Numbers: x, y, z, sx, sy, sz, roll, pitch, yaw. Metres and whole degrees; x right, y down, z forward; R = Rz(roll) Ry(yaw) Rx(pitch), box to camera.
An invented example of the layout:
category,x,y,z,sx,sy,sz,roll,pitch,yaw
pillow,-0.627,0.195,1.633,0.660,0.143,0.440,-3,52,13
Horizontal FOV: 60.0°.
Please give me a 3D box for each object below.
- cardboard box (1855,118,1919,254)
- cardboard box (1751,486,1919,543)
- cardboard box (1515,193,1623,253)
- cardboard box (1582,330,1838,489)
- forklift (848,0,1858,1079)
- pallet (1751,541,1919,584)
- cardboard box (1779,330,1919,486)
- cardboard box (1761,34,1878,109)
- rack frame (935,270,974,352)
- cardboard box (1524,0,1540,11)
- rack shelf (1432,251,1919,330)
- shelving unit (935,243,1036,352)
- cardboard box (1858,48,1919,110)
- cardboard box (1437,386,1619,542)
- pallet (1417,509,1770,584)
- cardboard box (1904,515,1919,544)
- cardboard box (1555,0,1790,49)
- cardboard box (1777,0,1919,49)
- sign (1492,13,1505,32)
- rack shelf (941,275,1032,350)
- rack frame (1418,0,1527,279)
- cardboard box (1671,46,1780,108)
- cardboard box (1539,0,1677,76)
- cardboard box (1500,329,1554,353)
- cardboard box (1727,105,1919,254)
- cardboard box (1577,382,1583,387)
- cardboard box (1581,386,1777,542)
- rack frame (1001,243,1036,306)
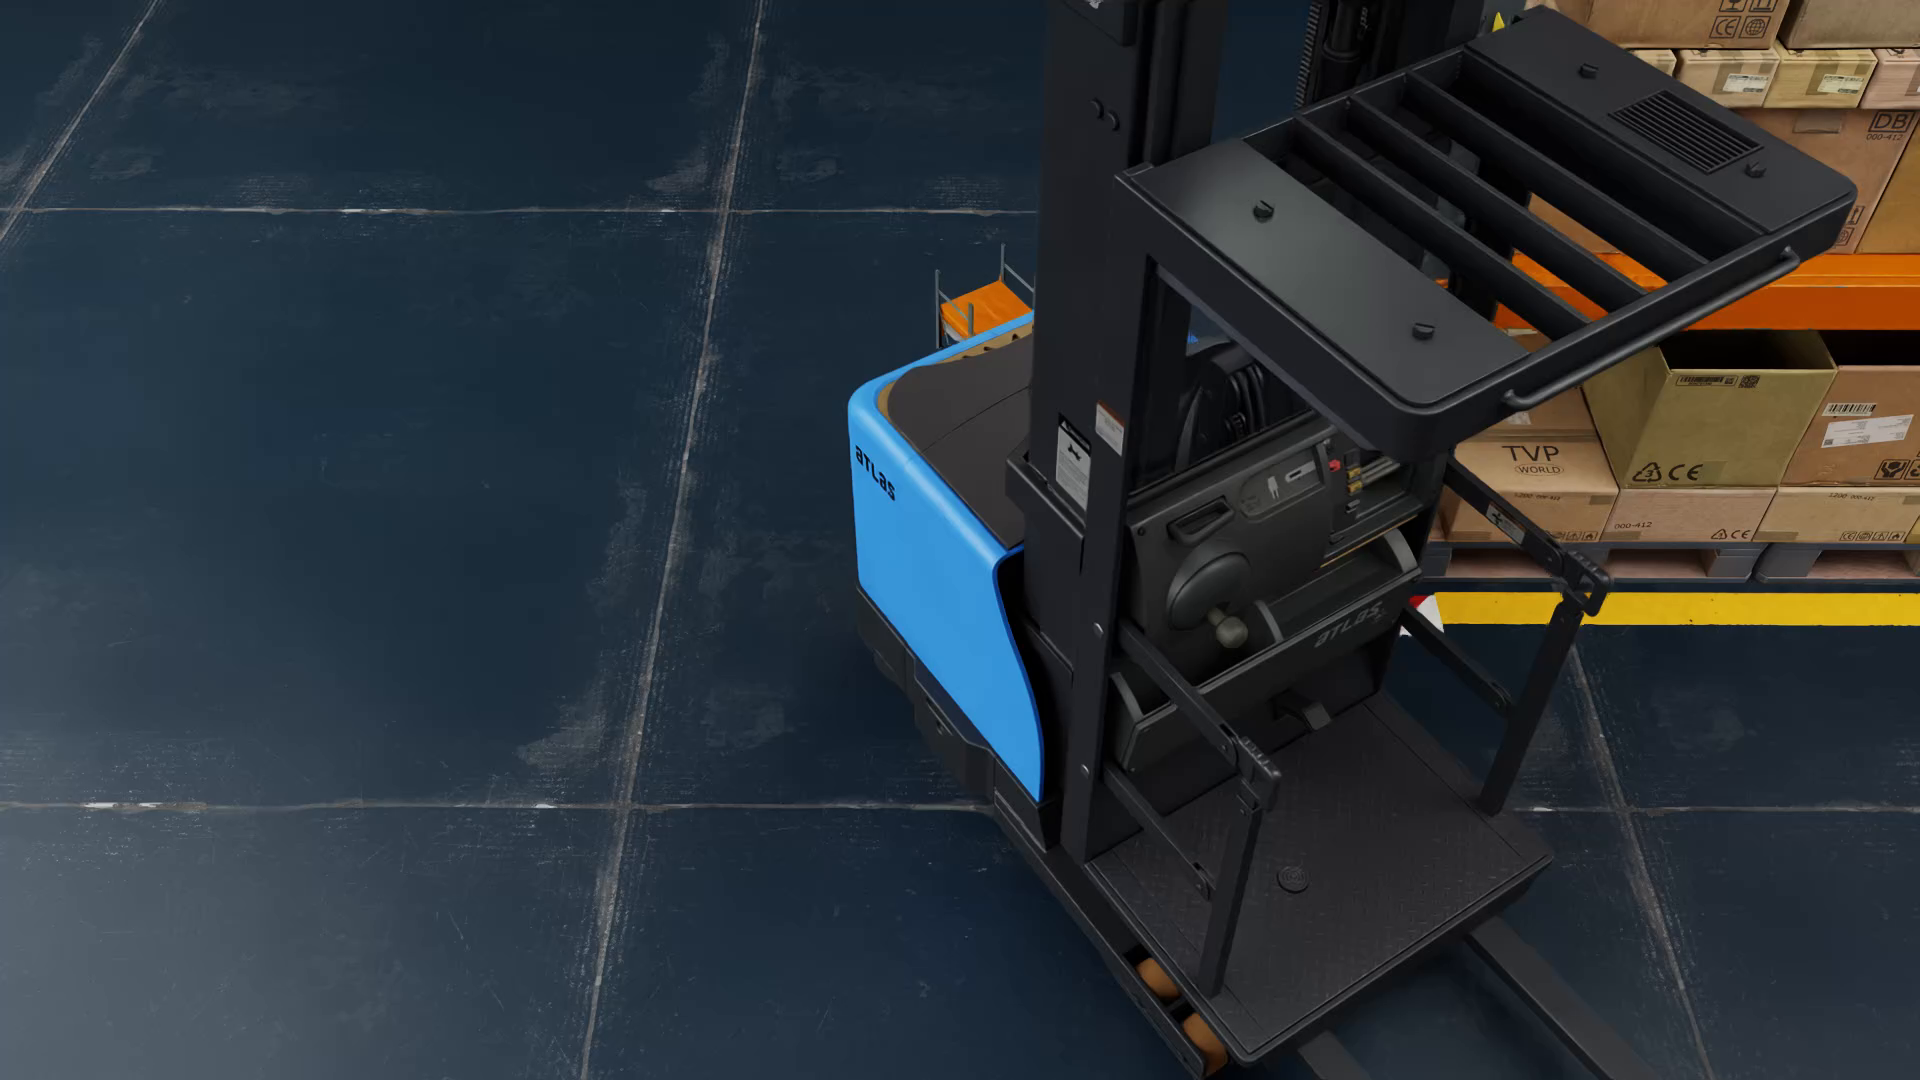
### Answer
category,x,y,z,sx,sy,sz,roll,pitch,yaw
cardboard box,2.797,-1.234,4.781,0.500,0.500,0.700,0,47,0
cardboard box,2.844,-0.256,5.530,0.500,0.250,0.500,0,47,0
cardboard box,1.776,-1.237,4.784,0.500,0.500,0.700,0,47,0
cardboard box,2.344,-0.512,5.256,0.500,0.500,0.500,0,47,0
forklift,0.894,0.020,3.729,1.130,2.935,3.031,-26,52,-22
pallet,3.291,-0.287,5.873,1.213,0.211,1.003,0,47,0
cardboard box,2.844,-0.520,5.264,0.500,0.500,0.500,0,47,0
cardboard box,2.214,-1.310,4.409,0.250,0.149,0.380,0,47,0
rack frame,-0.017,-0.406,5.411,0.008,1.050,0.200,-26,52,-22
cardboard box,1.692,-1.608,4.686,0.250,0.149,0.380,-1,47,-1
rack shelf,3.309,-0.964,5.089,4.000,0.370,1.077,0,47,0
shelving unit,0.085,-0.455,5.456,0.252,1.050,0.215,-26,52,-22
cardboard box,2.466,-1.308,4.407,0.250,0.149,0.380,0,47,0
cardboard box,1.844,-0.256,5.531,0.500,0.250,0.500,0,47,0
pallet,2.074,-0.293,5.878,1.213,0.211,1.003,0,47,0
cardboard box,3.344,-0.251,5.526,0.500,0.250,0.500,0,47,0
cardboard box,1.828,-1.679,4.309,0.500,0.500,0.700,0,47,0
cardboard box,2.354,-1.682,4.312,0.500,0.500,0.700,-1,47,-1
sign,1.301,-1.130,4.107,0.005,0.325,0.100,0,47,0
rack shelf,0.085,-0.641,5.256,0.240,0.259,0.215,-26,52,-22
rack frame,1.309,-1.214,4.831,0.127,3.000,1.000,0,47,0
cardboard box,1.964,-1.312,4.410,0.250,0.149,0.380,-1,47,-1
cardboard box,1.700,-1.310,4.409,0.250,0.149,0.380,0,47,0
cardboard box,1.846,-0.892,5.610,0.500,0.500,0.500,0,47,0
cardboard box,2.301,-1.240,4.786,0.500,0.500,0.700,1,47,1
cardboard box,2.346,-0.643,5.890,0.500,0.250,0.500,0,47,0
cardboard box,2.344,-0.257,5.532,0.500,0.250,0.500,0,47,0
rack frame,0.187,-0.504,5.502,0.008,1.050,0.200,-26,52,-22
